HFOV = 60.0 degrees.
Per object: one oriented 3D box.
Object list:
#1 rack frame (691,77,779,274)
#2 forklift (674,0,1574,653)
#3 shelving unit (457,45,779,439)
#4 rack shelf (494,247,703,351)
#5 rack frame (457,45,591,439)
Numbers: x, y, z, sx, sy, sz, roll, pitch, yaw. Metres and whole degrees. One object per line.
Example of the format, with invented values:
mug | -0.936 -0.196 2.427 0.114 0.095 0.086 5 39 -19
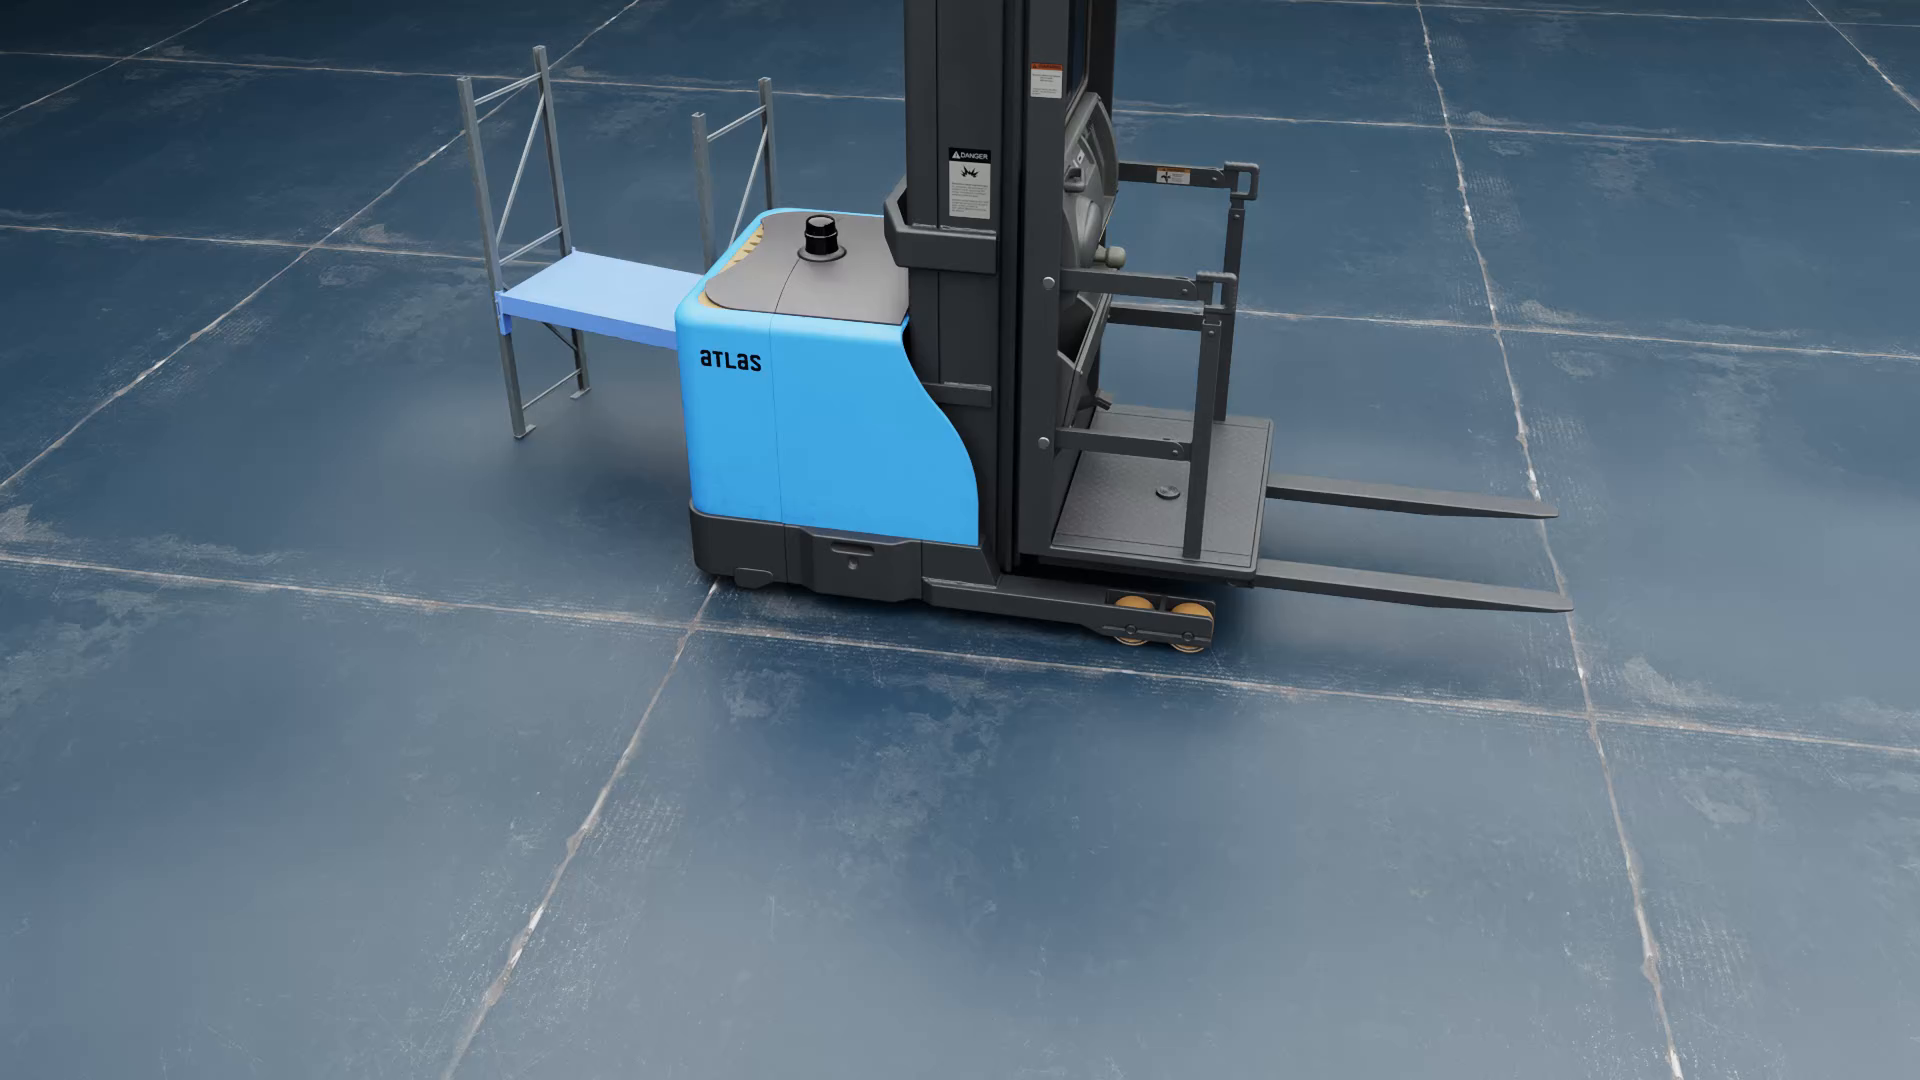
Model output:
rack frame | -0.817 -0.956 6.364 0.032 1.500 0.500 14 35 21
forklift | 0.612 -1.170 5.358 3.031 2.935 1.130 7 33 11
shelving unit | -1.279 -1.068 6.543 1.048 1.500 0.538 14 35 21
rack shelf | -1.279 -0.916 6.639 1.000 0.185 0.538 14 35 21
rack frame | -1.741 -1.181 6.723 0.032 1.500 0.500 14 35 21
